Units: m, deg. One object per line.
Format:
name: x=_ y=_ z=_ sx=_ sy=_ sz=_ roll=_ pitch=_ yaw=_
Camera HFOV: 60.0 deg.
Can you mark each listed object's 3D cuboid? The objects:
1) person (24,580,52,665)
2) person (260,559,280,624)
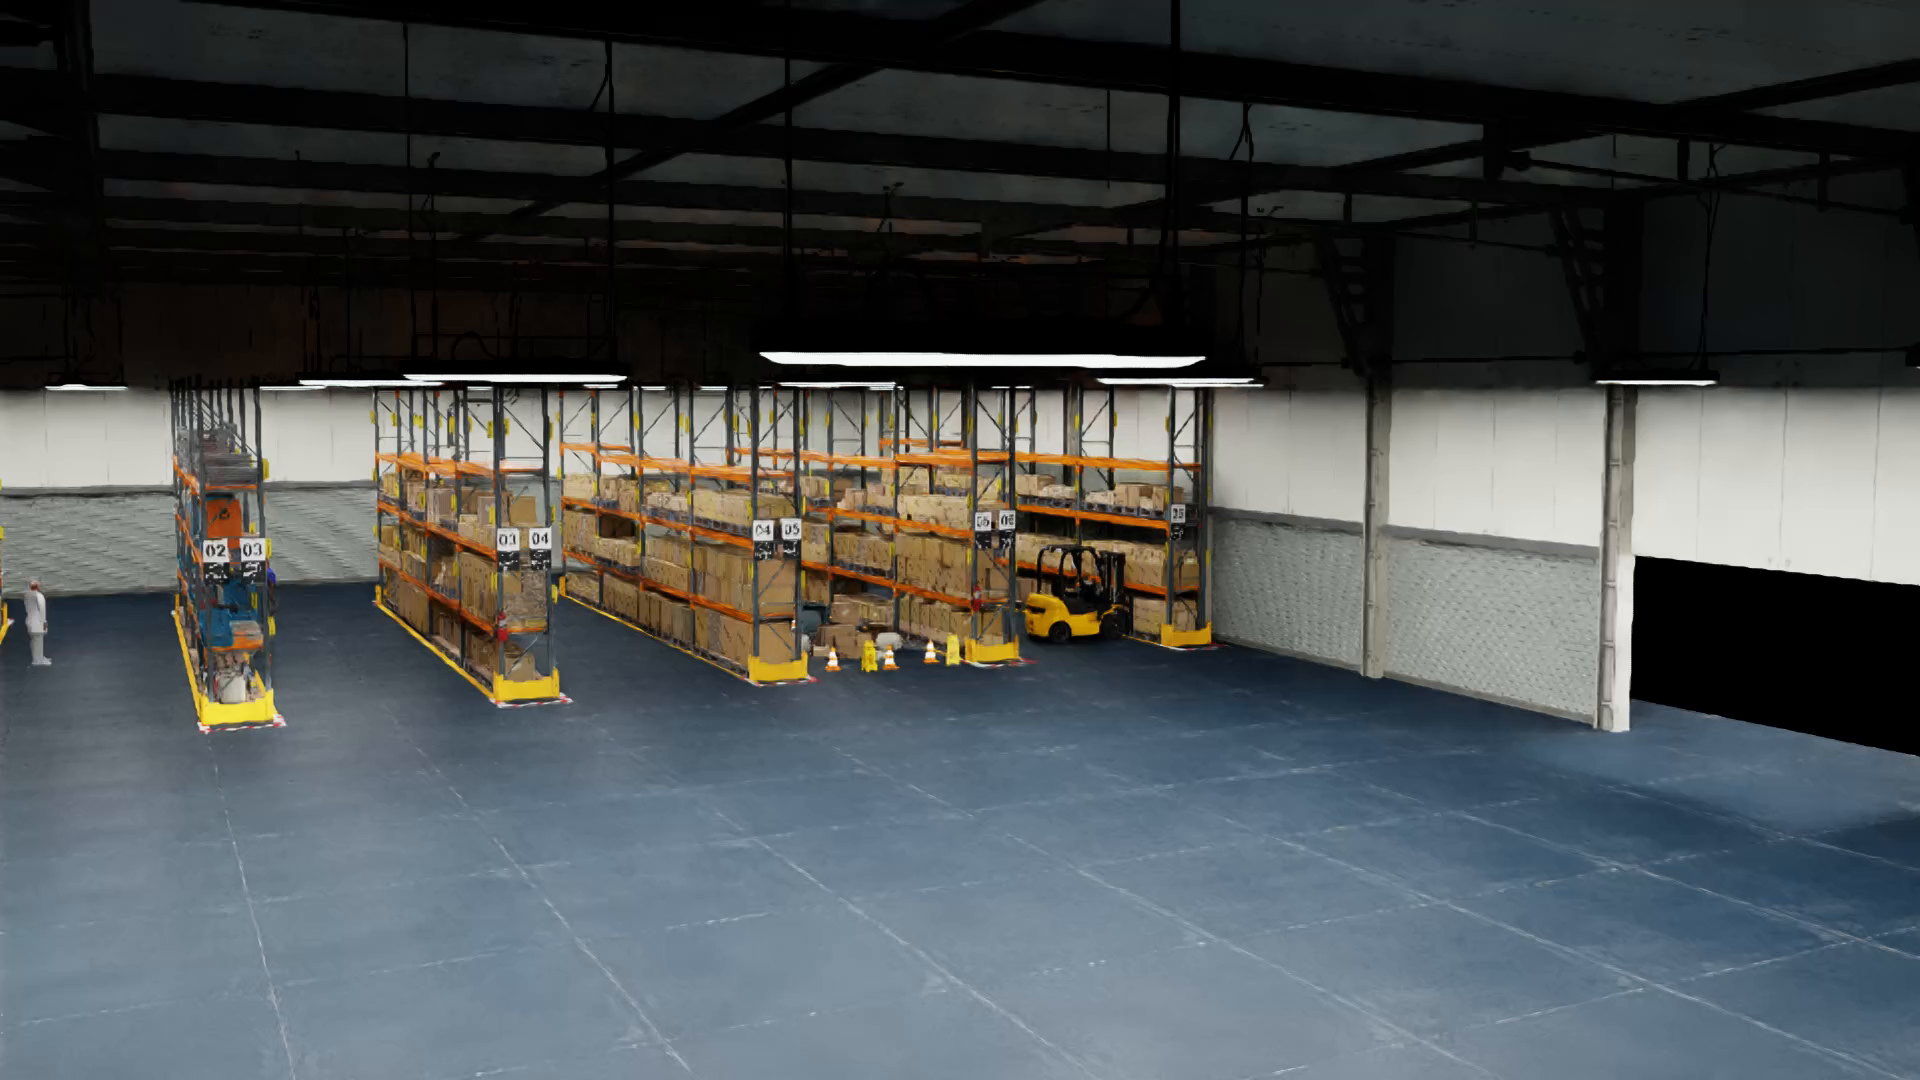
person: x=-19.327 y=1.719 z=34.887 sx=0.640 sy=1.784 sz=0.504 roll=3 pitch=6 yaw=32
person: x=-17.046 y=1.297 z=40.923 sx=0.502 sy=1.580 sz=0.415 roll=3 pitch=6 yaw=32
